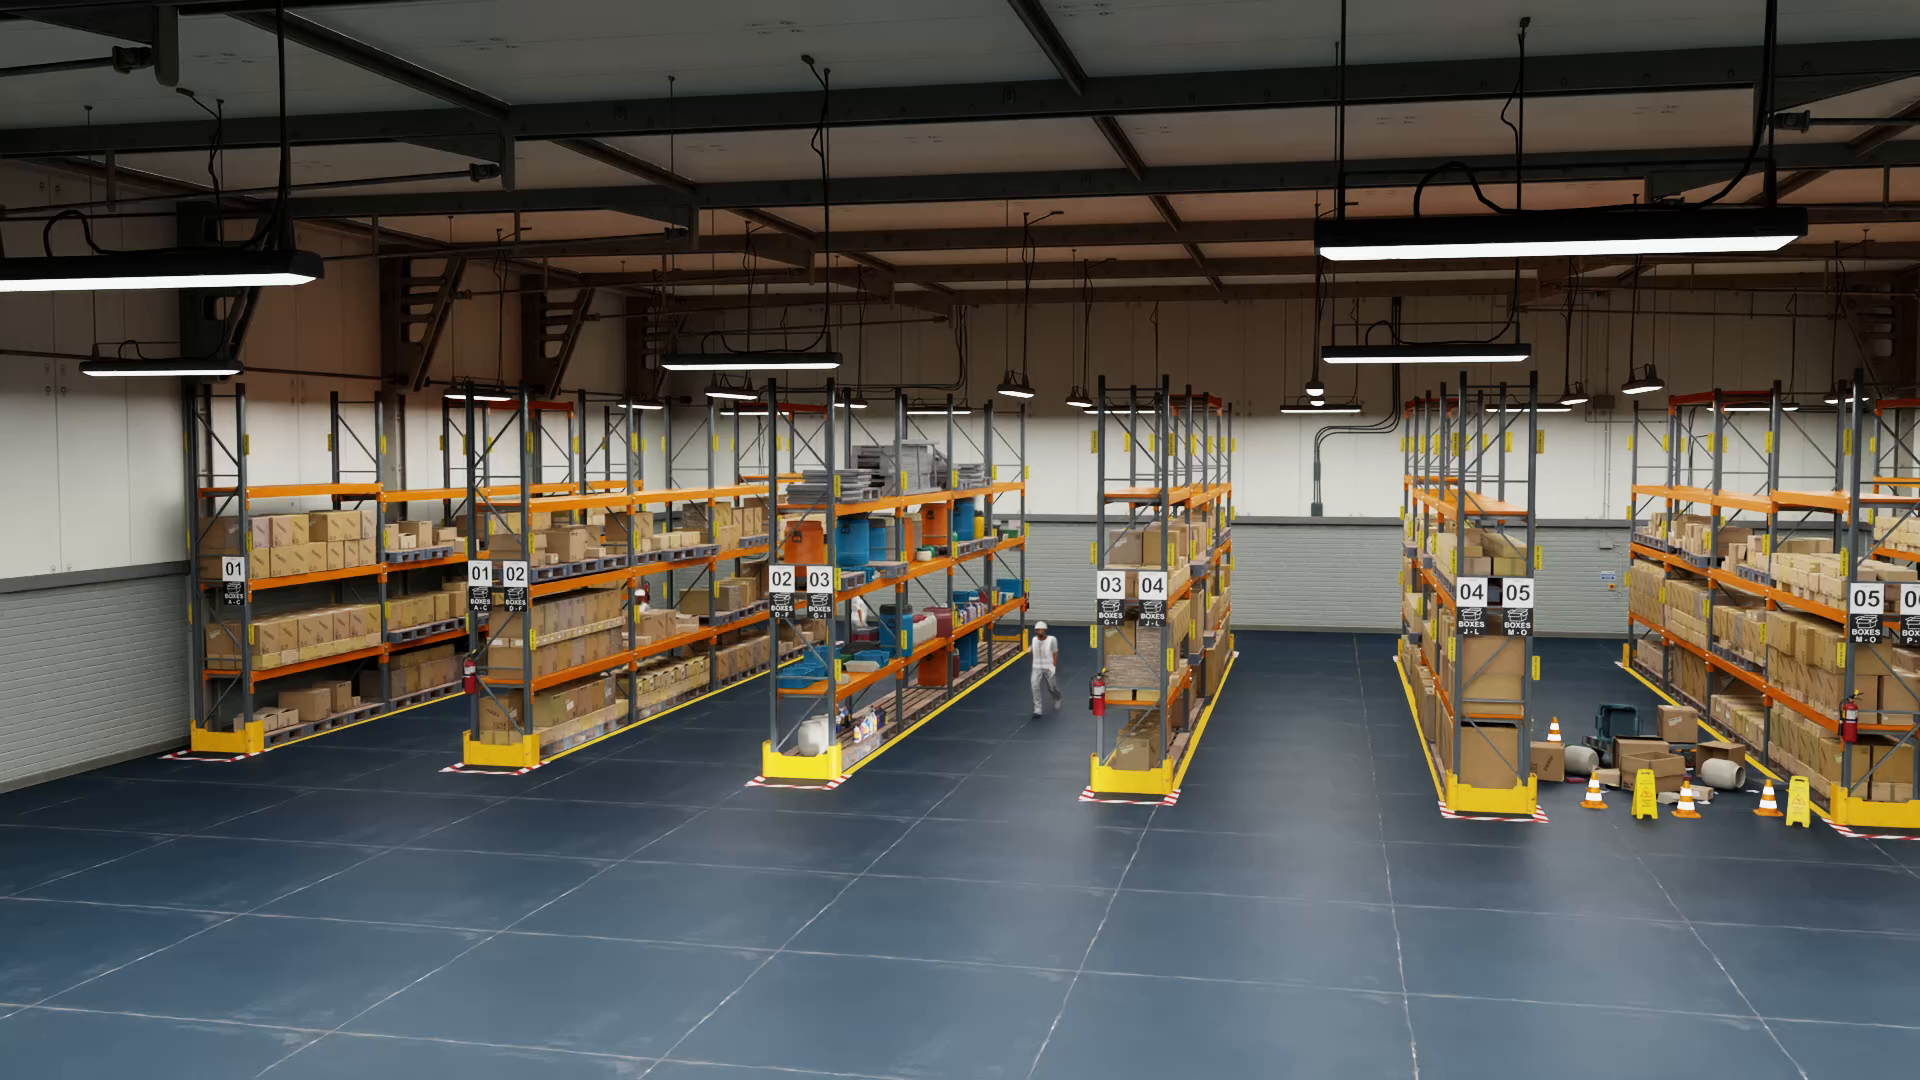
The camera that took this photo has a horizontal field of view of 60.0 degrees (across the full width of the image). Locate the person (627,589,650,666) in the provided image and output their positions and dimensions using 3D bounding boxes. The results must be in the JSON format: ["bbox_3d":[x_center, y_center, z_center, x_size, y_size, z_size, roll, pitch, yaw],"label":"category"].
[{"bbox_3d":[-7.246,2.008,37.279,0.569,1.773,0.752,0,3,4],"label":"person"}]

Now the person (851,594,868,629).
[{"bbox_3d":[-2.396,1.933,39.175,0.451,1.664,0.521,-2,4,-26],"label":"person"}]

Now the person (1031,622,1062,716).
[{"bbox_3d":[1.562,2.377,30.899,0.550,1.724,0.986,1,3,20],"label":"person"}]
